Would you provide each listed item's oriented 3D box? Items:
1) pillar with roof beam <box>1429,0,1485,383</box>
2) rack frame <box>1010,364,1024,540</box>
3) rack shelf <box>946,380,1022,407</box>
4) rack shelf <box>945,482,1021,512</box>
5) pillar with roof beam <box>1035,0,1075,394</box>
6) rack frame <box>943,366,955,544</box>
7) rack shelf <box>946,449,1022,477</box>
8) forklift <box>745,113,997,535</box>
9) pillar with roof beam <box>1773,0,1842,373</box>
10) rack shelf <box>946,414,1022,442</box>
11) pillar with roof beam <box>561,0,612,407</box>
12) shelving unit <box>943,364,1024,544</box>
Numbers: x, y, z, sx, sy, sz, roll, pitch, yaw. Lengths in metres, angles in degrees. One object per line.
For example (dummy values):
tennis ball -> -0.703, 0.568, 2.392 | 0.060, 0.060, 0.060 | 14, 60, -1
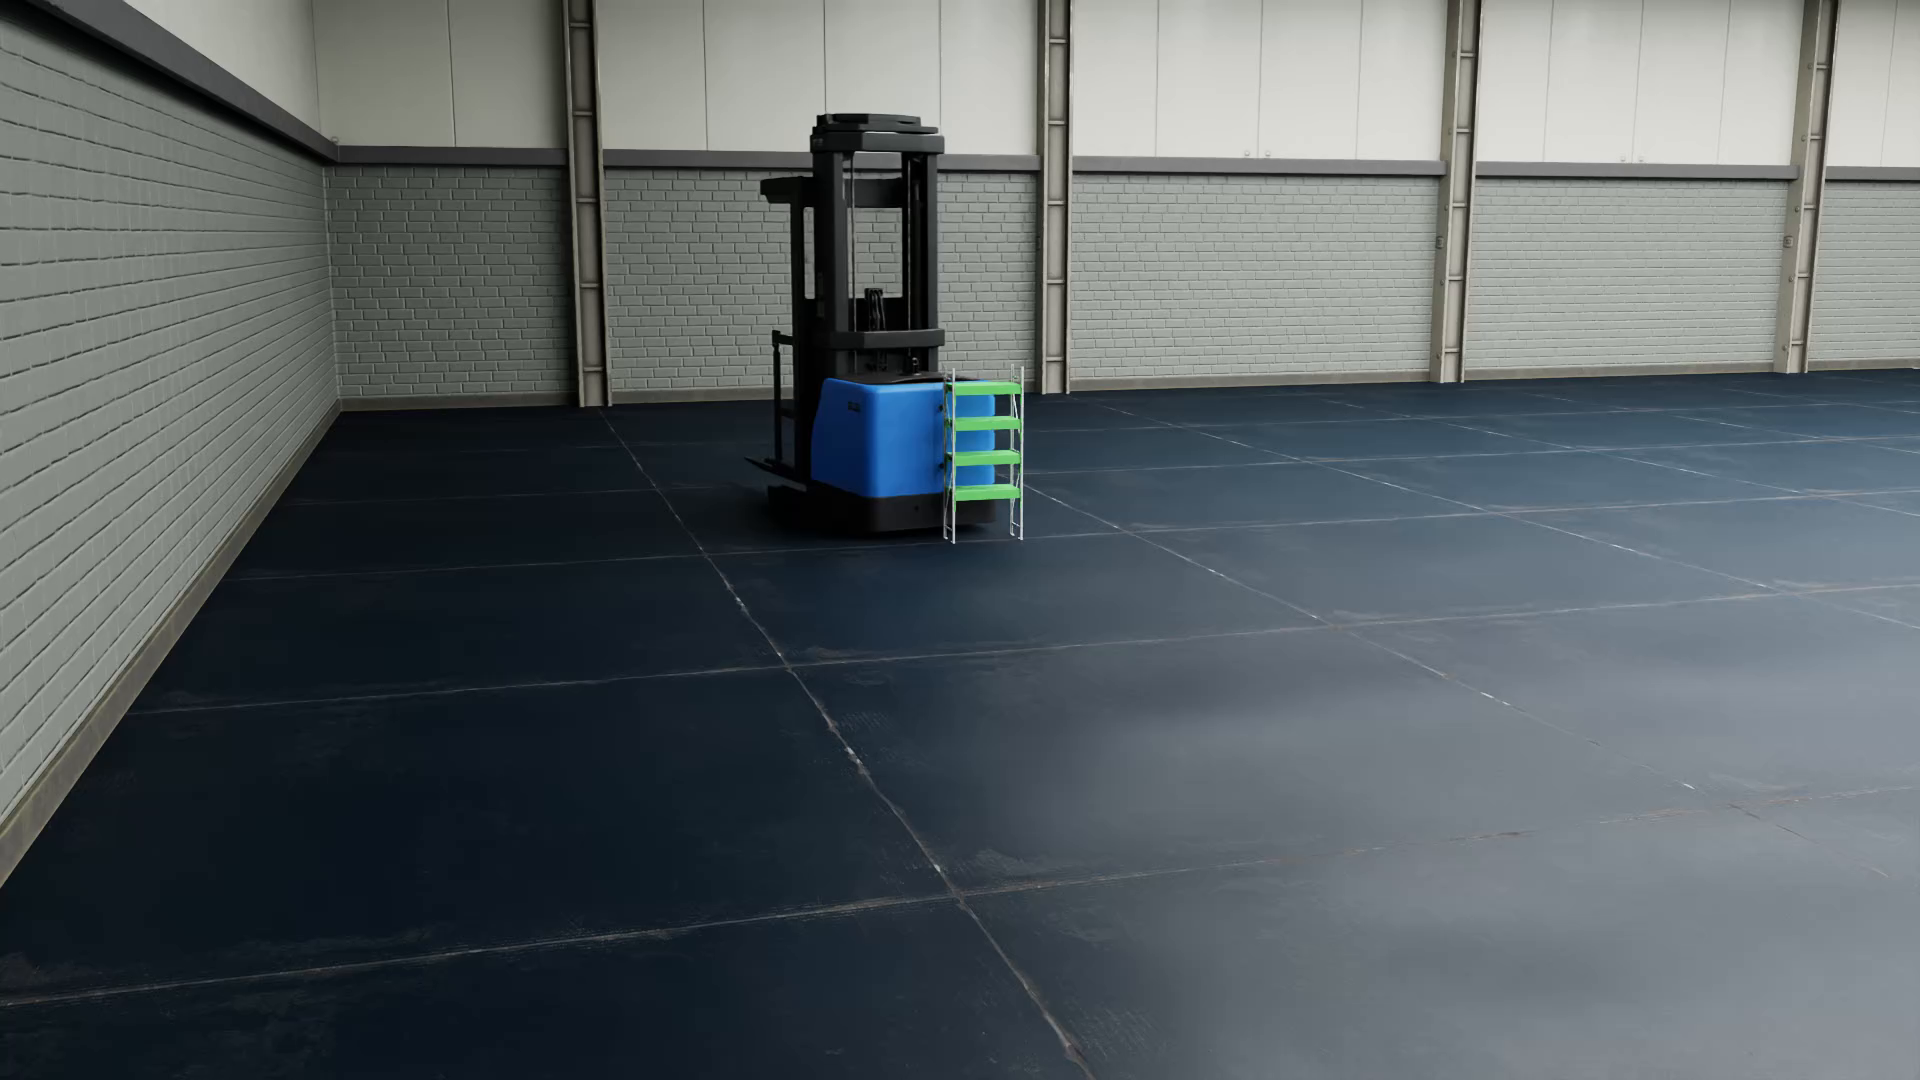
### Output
pillar with roof beam -> 8.198, -5.955, 19.040 | 0.400, 9.000, 9.100 | -3, 11, -16
rack frame -> 0.393, -0.611, 11.550 | 0.015, 1.200, 0.240 | -3, 11, -16
rack shelf -> 0.159, -1.008, 11.408 | 0.480, 0.148, 0.258 | -3, 11, -16
rack shelf -> 0.159, -0.300, 11.538 | 0.480, 0.148, 0.258 | -3, 11, -16
pillar with roof beam -> 2.437, -5.652, 17.391 | 0.400, 9.000, 9.100 | -3, 11, -16
rack frame -> -0.075, -0.586, 11.416 | 0.015, 1.200, 0.240 | -3, 11, -16
rack shelf -> 0.159, -0.536, 11.495 | 0.480, 0.148, 0.258 | -3, 11, -16
forklift -> -0.848, -1.705, 12.710 | 1.130, 2.935, 3.031 | -5, 12, -26
pillar with roof beam -> 13.959, -6.259, 20.689 | 0.400, 9.000, 9.100 | -3, 11, -16
rack shelf -> 0.159, -0.772, 11.451 | 0.480, 0.148, 0.258 | -3, 11, -16
pillar with roof beam -> -3.324, -5.348, 15.742 | 0.400, 9.000, 9.100 | -3, 11, -16
shelving unit -> 0.159, -0.598, 11.483 | 0.503, 1.200, 0.258 | -3, 11, -16
